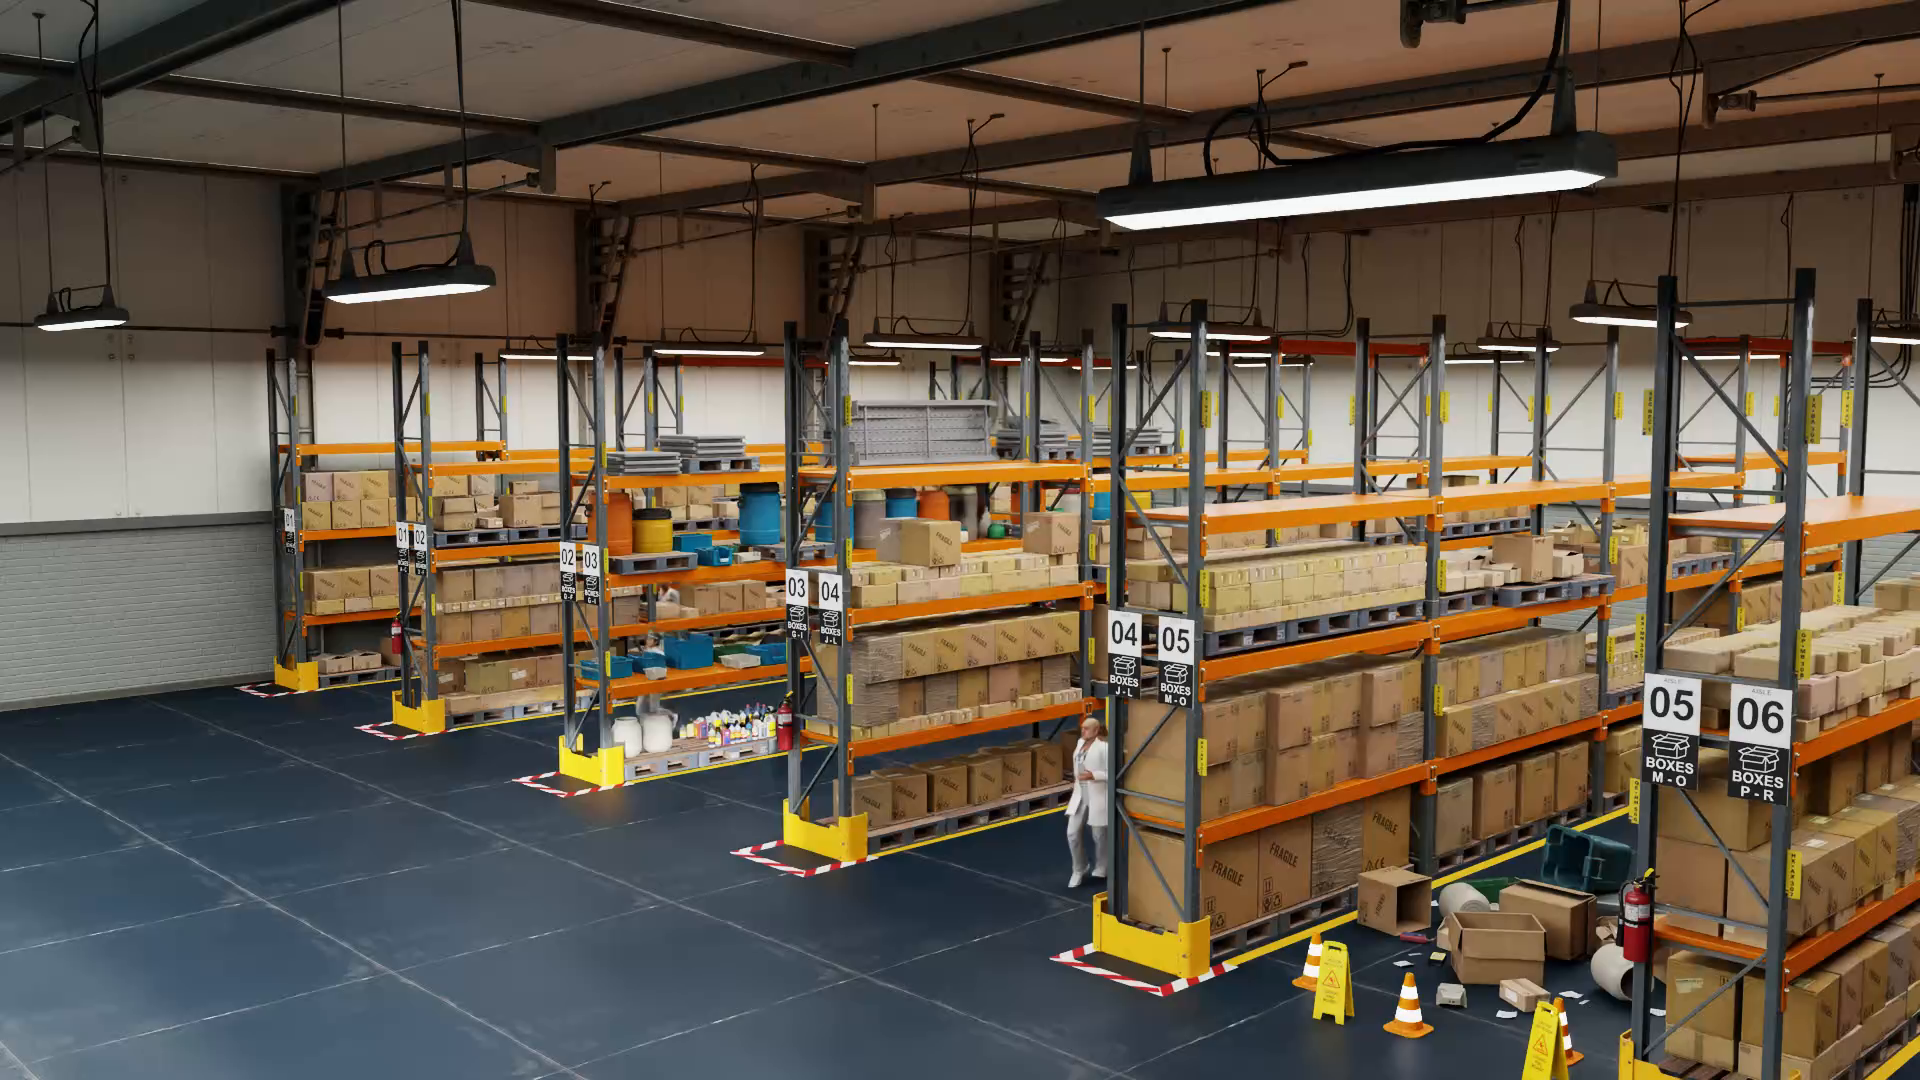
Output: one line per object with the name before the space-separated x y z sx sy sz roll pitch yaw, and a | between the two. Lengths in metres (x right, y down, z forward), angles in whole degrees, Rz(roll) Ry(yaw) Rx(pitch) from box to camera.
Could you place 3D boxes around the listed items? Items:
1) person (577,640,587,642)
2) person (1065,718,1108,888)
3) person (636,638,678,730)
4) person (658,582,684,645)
person | -6.767 1.689 30.014 0.680 1.654 0.681 3 6 32
person | 1.395 2.784 17.534 0.666 1.842 0.818 4 6 37
person | -4.615 2.196 25.001 0.359 1.611 0.752 4 6 40
person | -5.494 1.539 31.577 0.583 1.805 0.967 3 6 32
